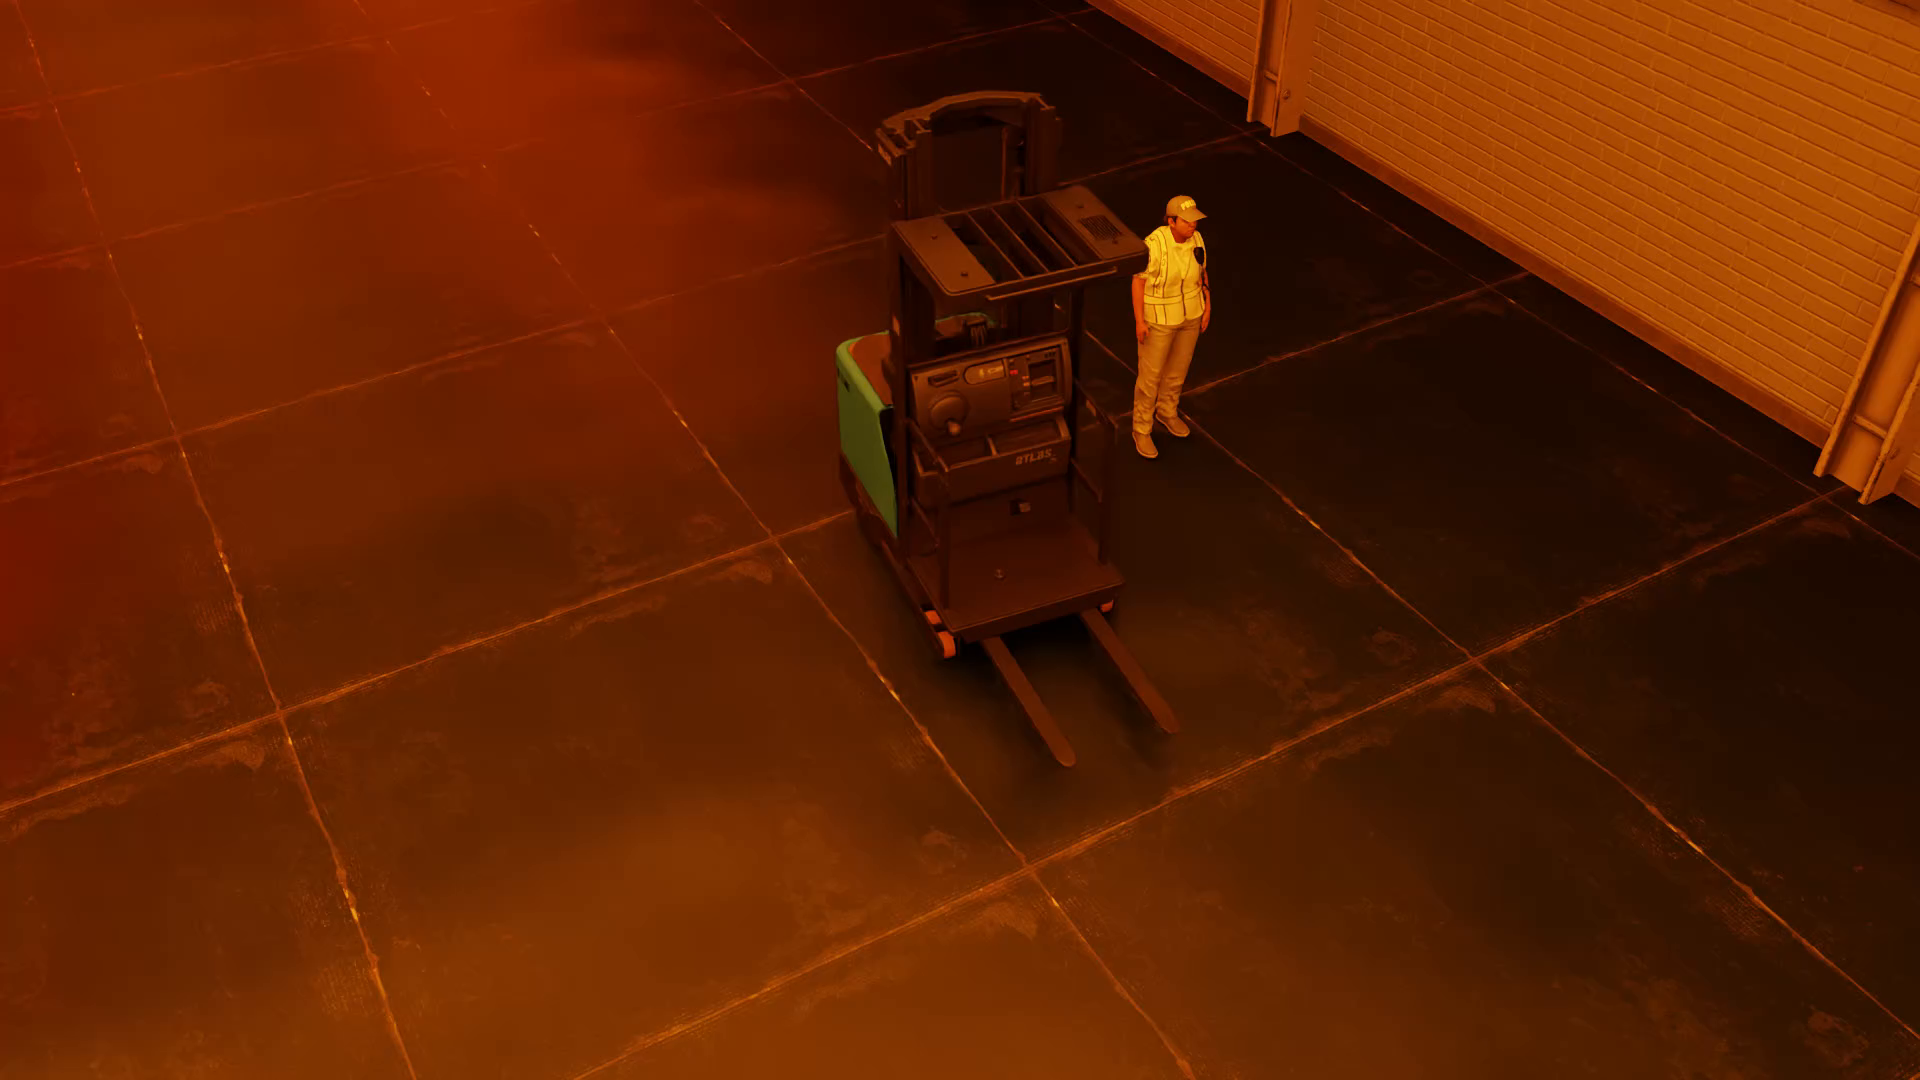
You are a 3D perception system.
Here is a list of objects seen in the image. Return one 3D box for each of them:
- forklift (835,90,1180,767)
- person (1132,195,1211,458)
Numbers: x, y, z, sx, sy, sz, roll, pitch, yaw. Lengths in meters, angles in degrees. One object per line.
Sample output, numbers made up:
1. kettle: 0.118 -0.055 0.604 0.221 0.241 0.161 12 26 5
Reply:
1. forklift: 0.265 -0.759 8.951 1.130 2.935 3.031 -15 42 -17
2. person: 1.378 -1.391 10.693 0.599 1.670 0.529 -17 43 -20
